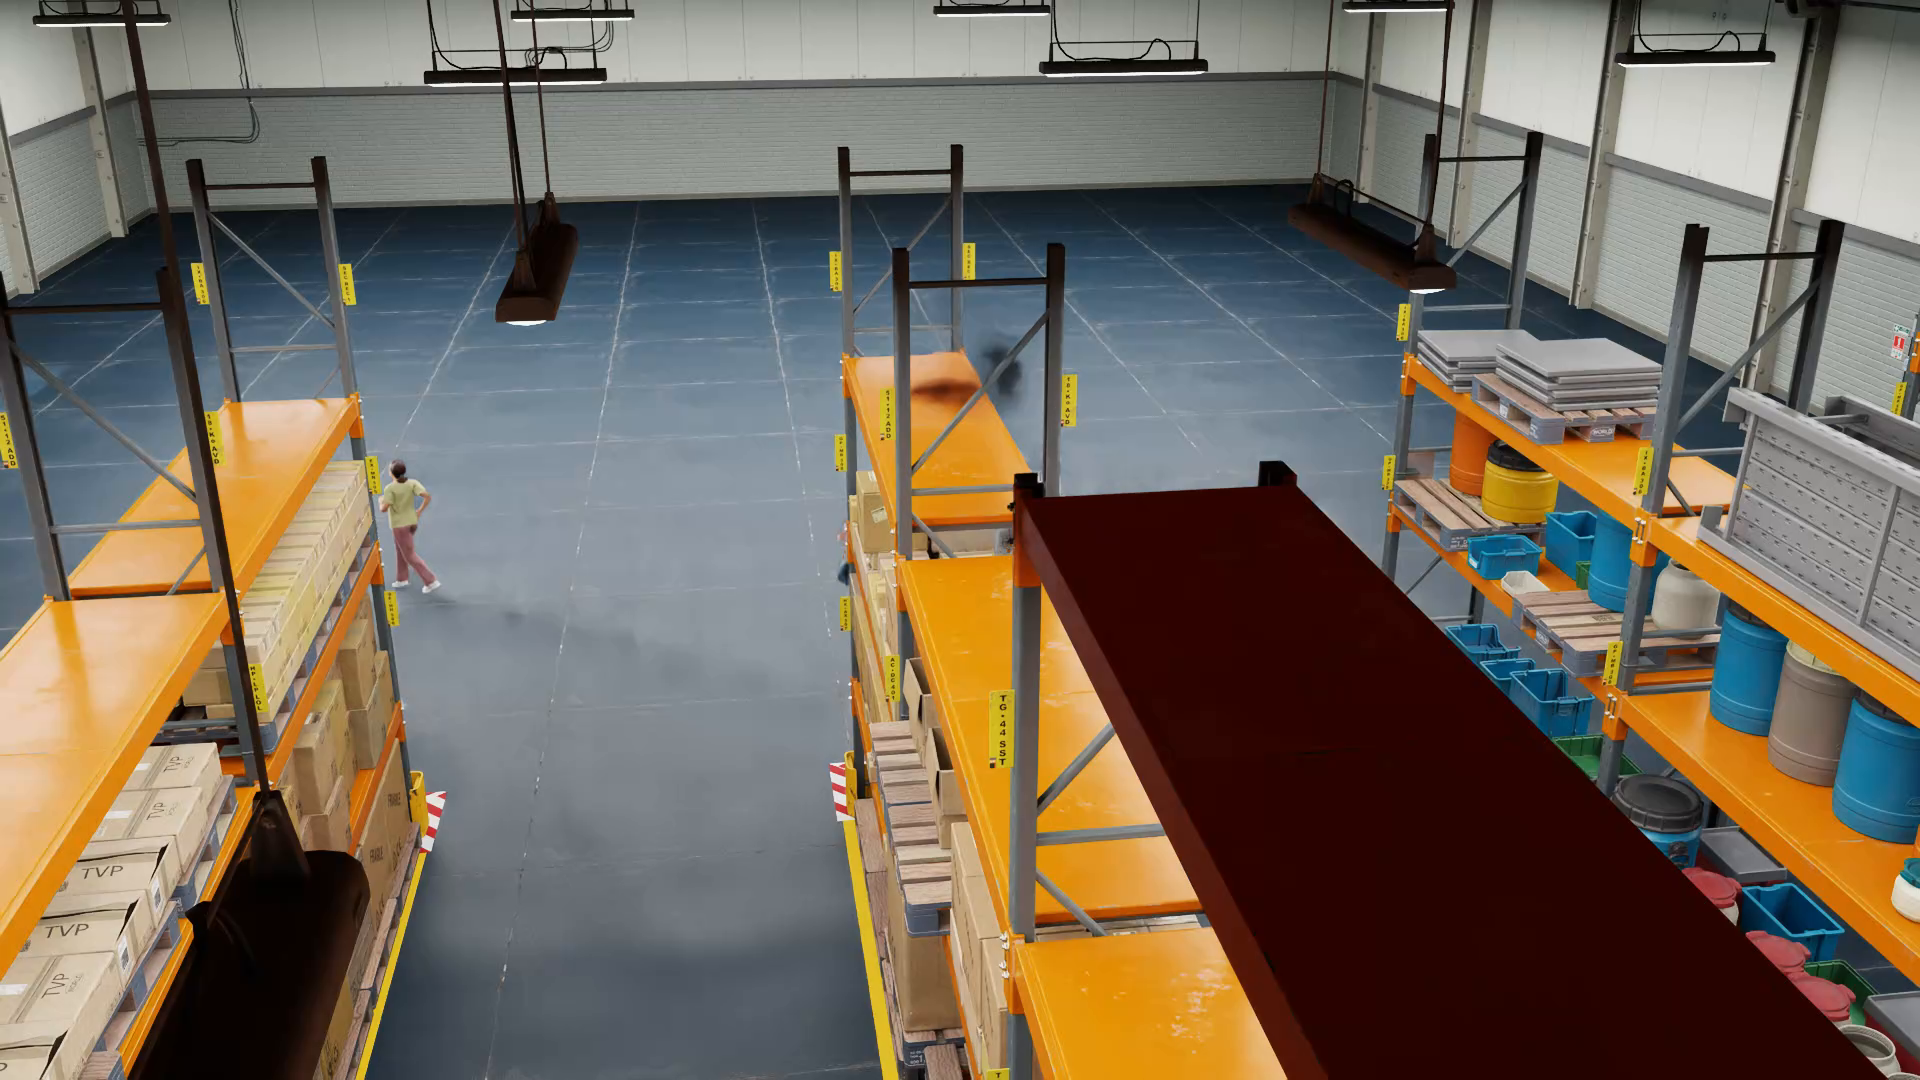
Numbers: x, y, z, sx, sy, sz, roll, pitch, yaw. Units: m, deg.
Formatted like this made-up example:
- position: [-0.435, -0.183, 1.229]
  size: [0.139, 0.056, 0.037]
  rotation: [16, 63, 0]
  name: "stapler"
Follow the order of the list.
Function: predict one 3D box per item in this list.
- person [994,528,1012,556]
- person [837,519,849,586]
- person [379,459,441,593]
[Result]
- position: [0.616, -0.282, 20.094]
  size: [0.729, 1.654, 0.631]
  rotation: [3, 22, 7]
  name: "person"
- position: [-1.187, 0.147, 19.175]
  size: [0.540, 1.560, 0.534]
  rotation: [8, 23, 19]
  name: "person"
- position: [-6.570, -0.122, 19.683]
  size: [0.874, 1.703, 0.555]
  rotation: [12, 25, 29]
  name: "person"
